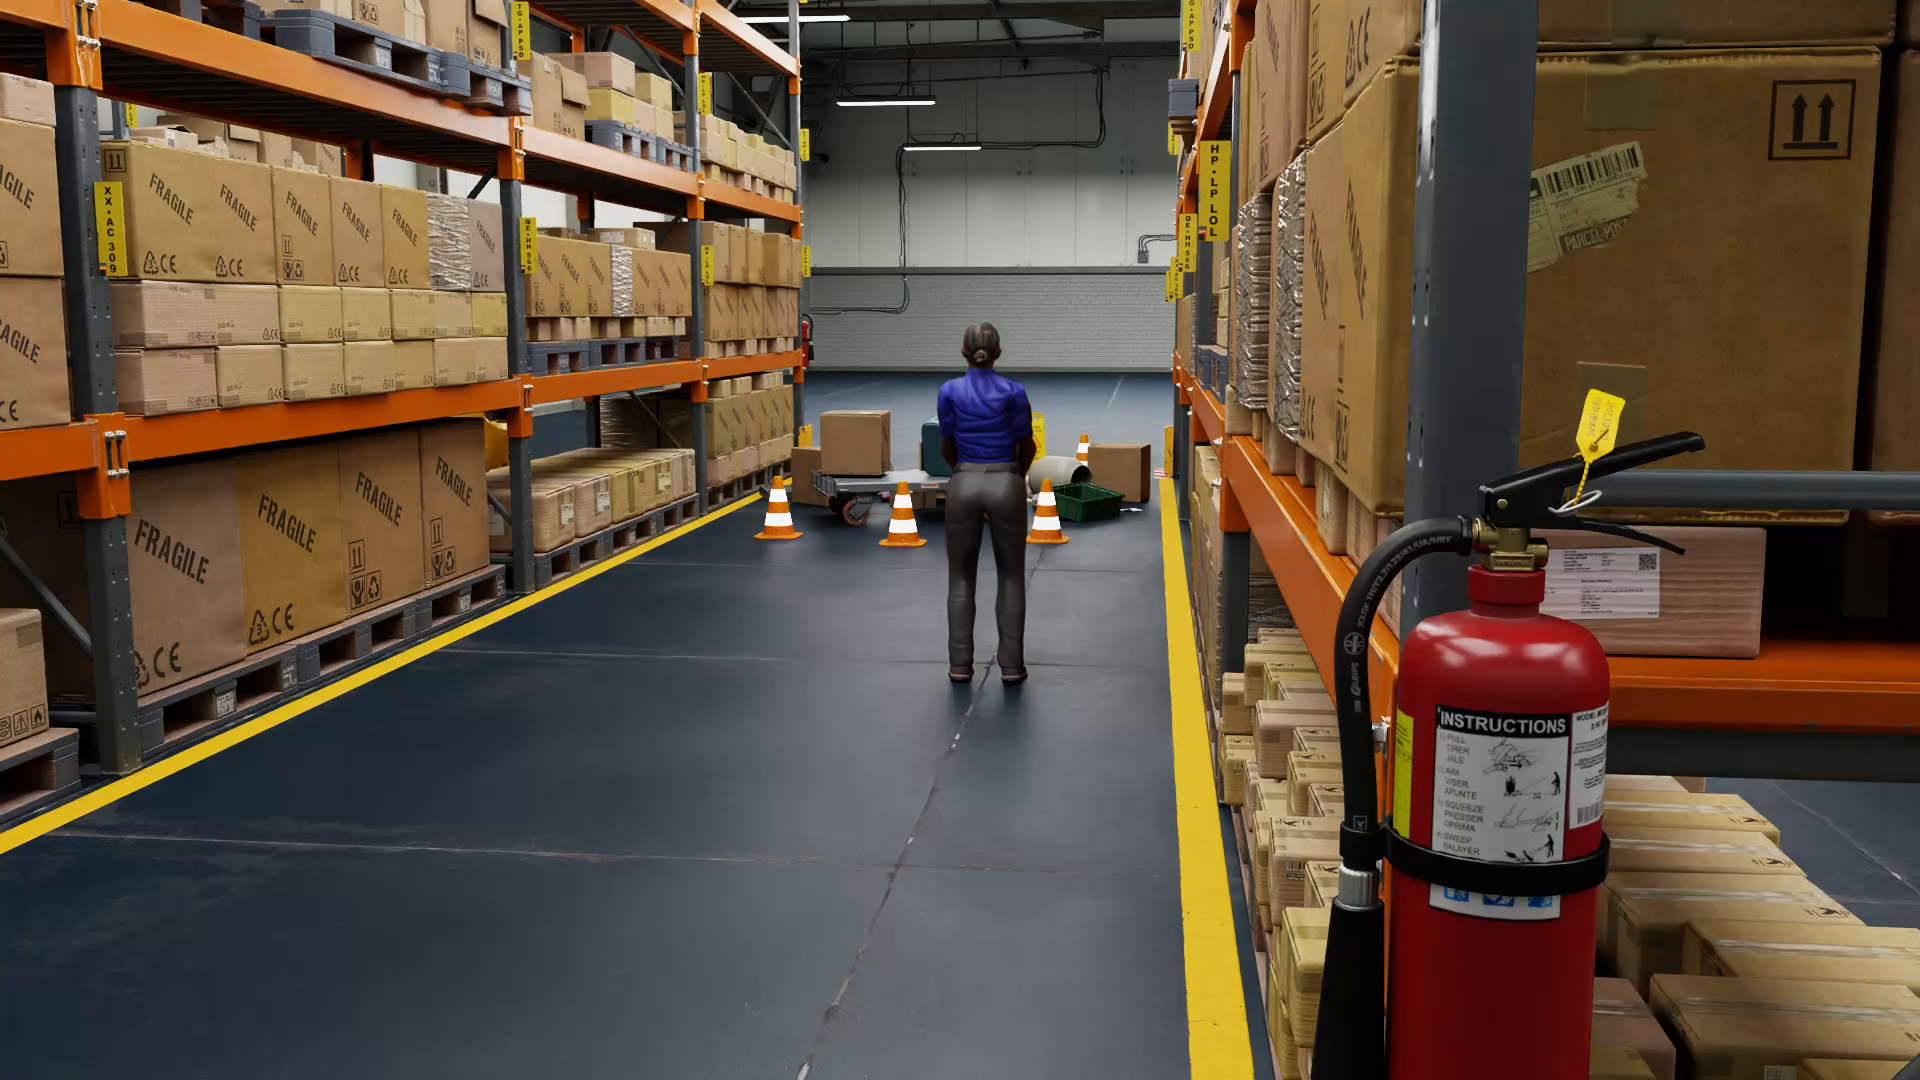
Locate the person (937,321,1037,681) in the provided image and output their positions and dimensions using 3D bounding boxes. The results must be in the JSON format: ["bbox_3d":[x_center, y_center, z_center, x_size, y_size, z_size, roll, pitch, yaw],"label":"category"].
[{"bbox_3d":[0.132,-0.182,7.705,0.451,1.651,0.515,1,8,7],"label":"person"}]
